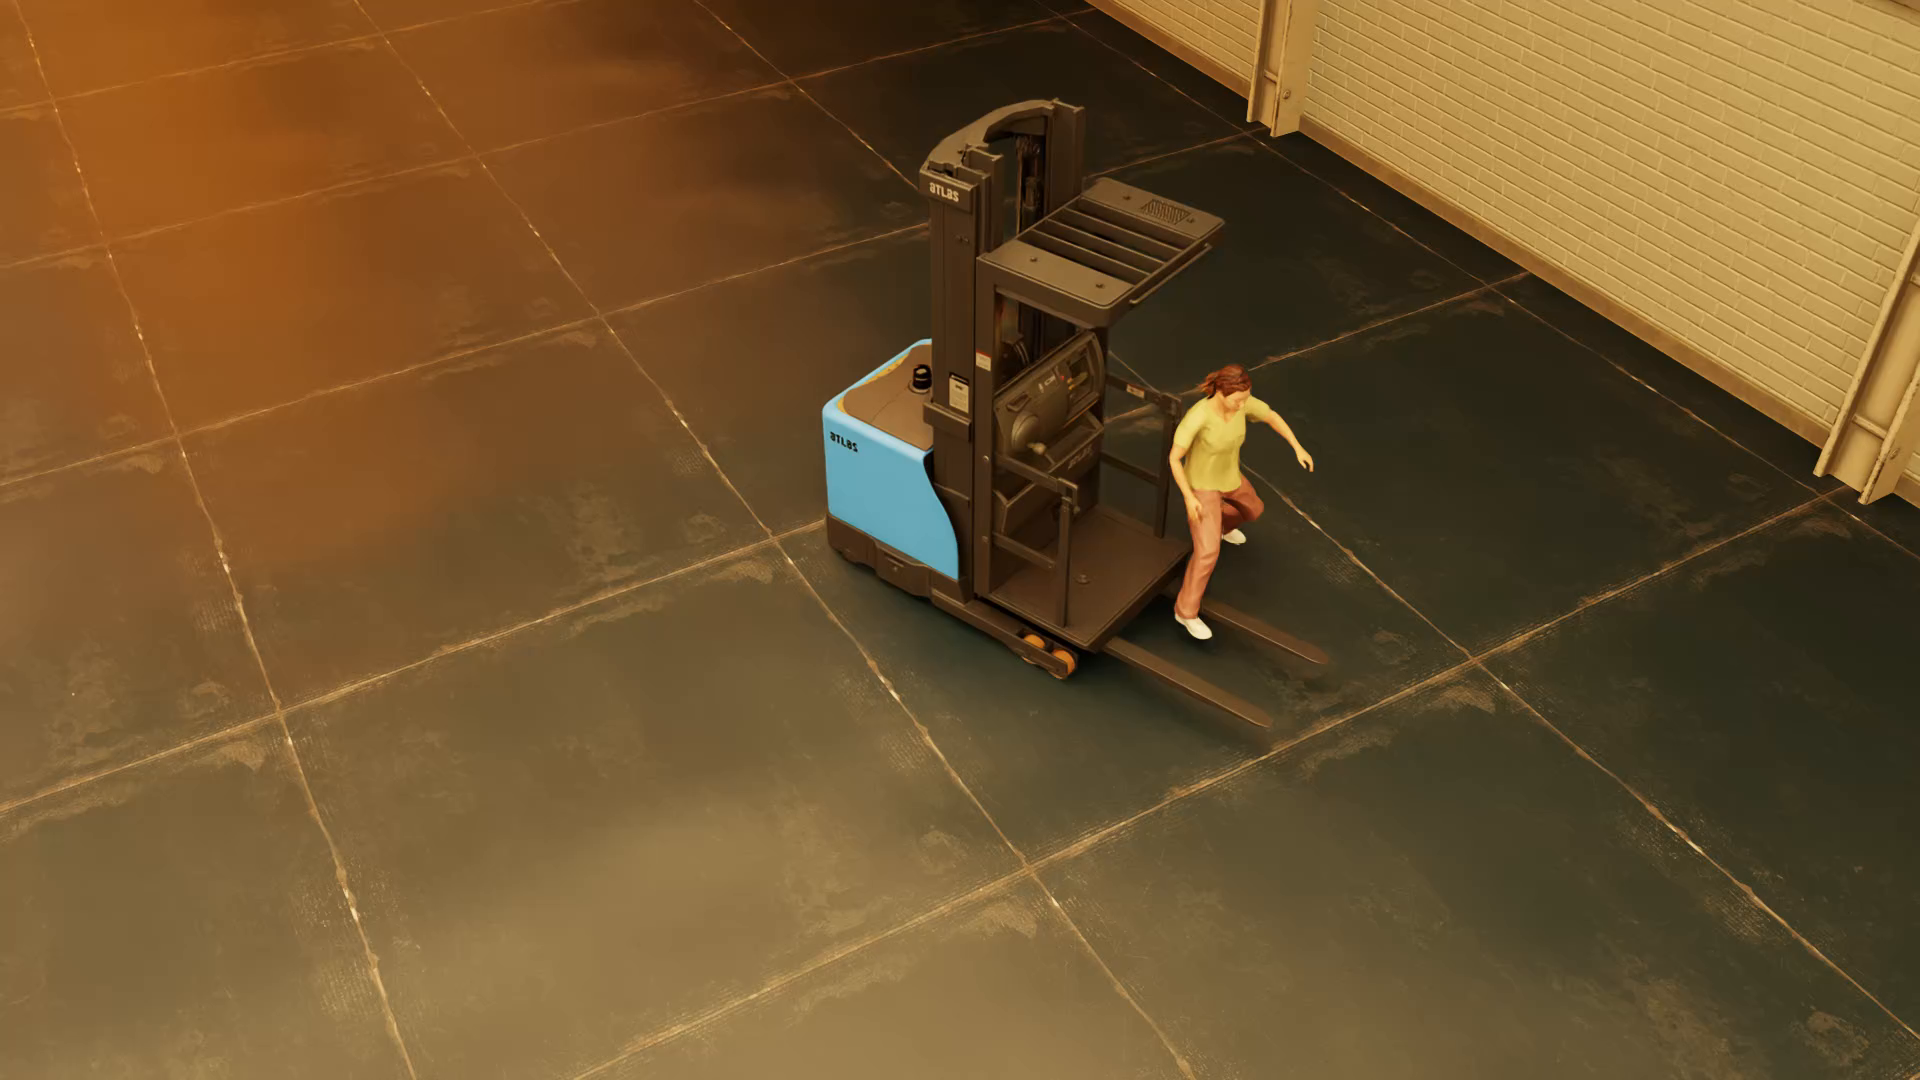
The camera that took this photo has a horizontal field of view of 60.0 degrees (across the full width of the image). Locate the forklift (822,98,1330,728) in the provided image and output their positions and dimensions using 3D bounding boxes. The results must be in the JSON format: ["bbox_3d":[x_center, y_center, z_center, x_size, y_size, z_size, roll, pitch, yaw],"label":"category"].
[{"bbox_3d":[0.656,-0.732,8.918,3.031,2.935,1.130,27,47,29],"label":"forklift"}]

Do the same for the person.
[{"bbox_3d":[1.524,-0.315,9.503,0.933,1.555,0.897,-22,44,-24],"label":"person"}]
